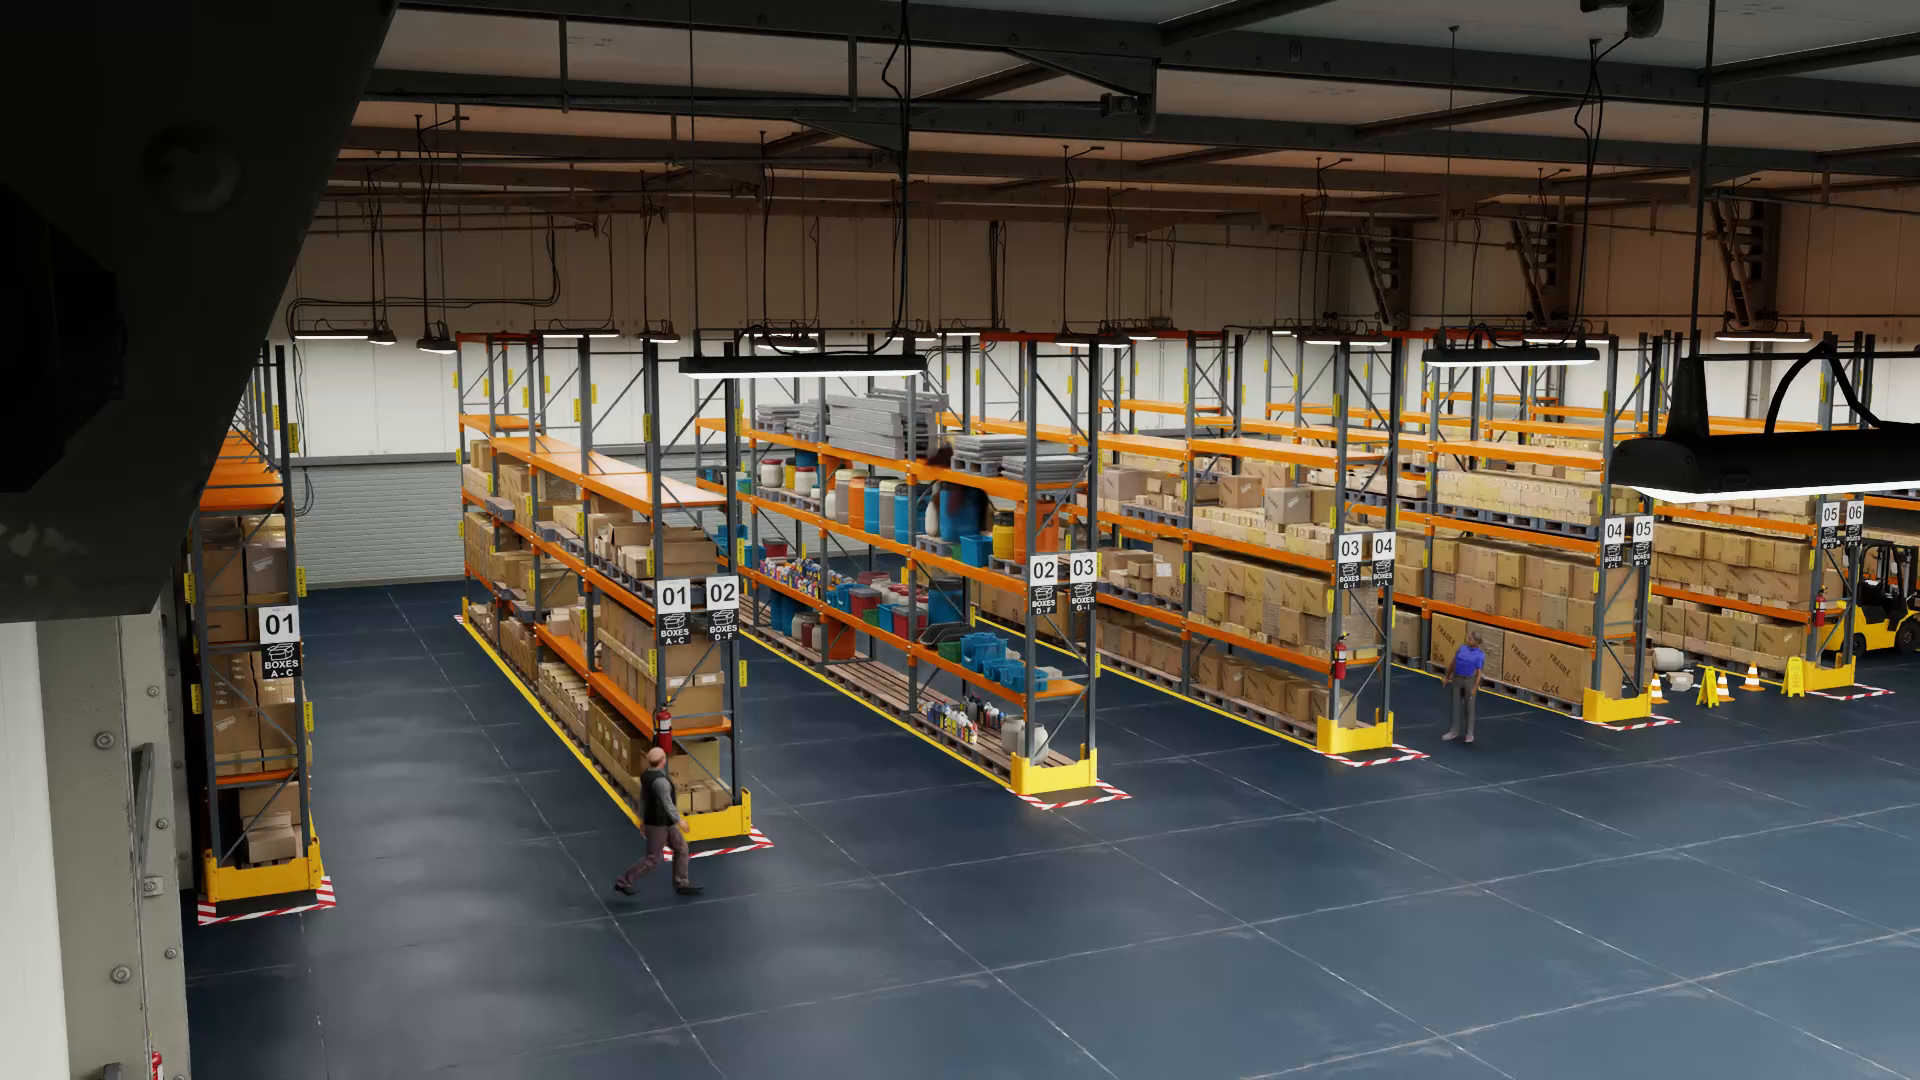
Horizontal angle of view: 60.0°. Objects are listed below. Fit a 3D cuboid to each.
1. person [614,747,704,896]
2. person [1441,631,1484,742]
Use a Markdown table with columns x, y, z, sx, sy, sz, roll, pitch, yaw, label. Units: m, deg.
| x | y | z | sx | sy | sz | roll | pitch | yaw | label |
| --- | --- | --- | --- | --- | --- | --- | --- | --- | --- |
| -3.291 | 3.079 | 18.082 | 0.956 | 1.678 | 0.486 | -1 | 8 | -6 | person |
| 7.503 | 2.186 | 24.857 | 0.588 | 1.667 | 0.401 | 4 | 9 | 28 | person |
